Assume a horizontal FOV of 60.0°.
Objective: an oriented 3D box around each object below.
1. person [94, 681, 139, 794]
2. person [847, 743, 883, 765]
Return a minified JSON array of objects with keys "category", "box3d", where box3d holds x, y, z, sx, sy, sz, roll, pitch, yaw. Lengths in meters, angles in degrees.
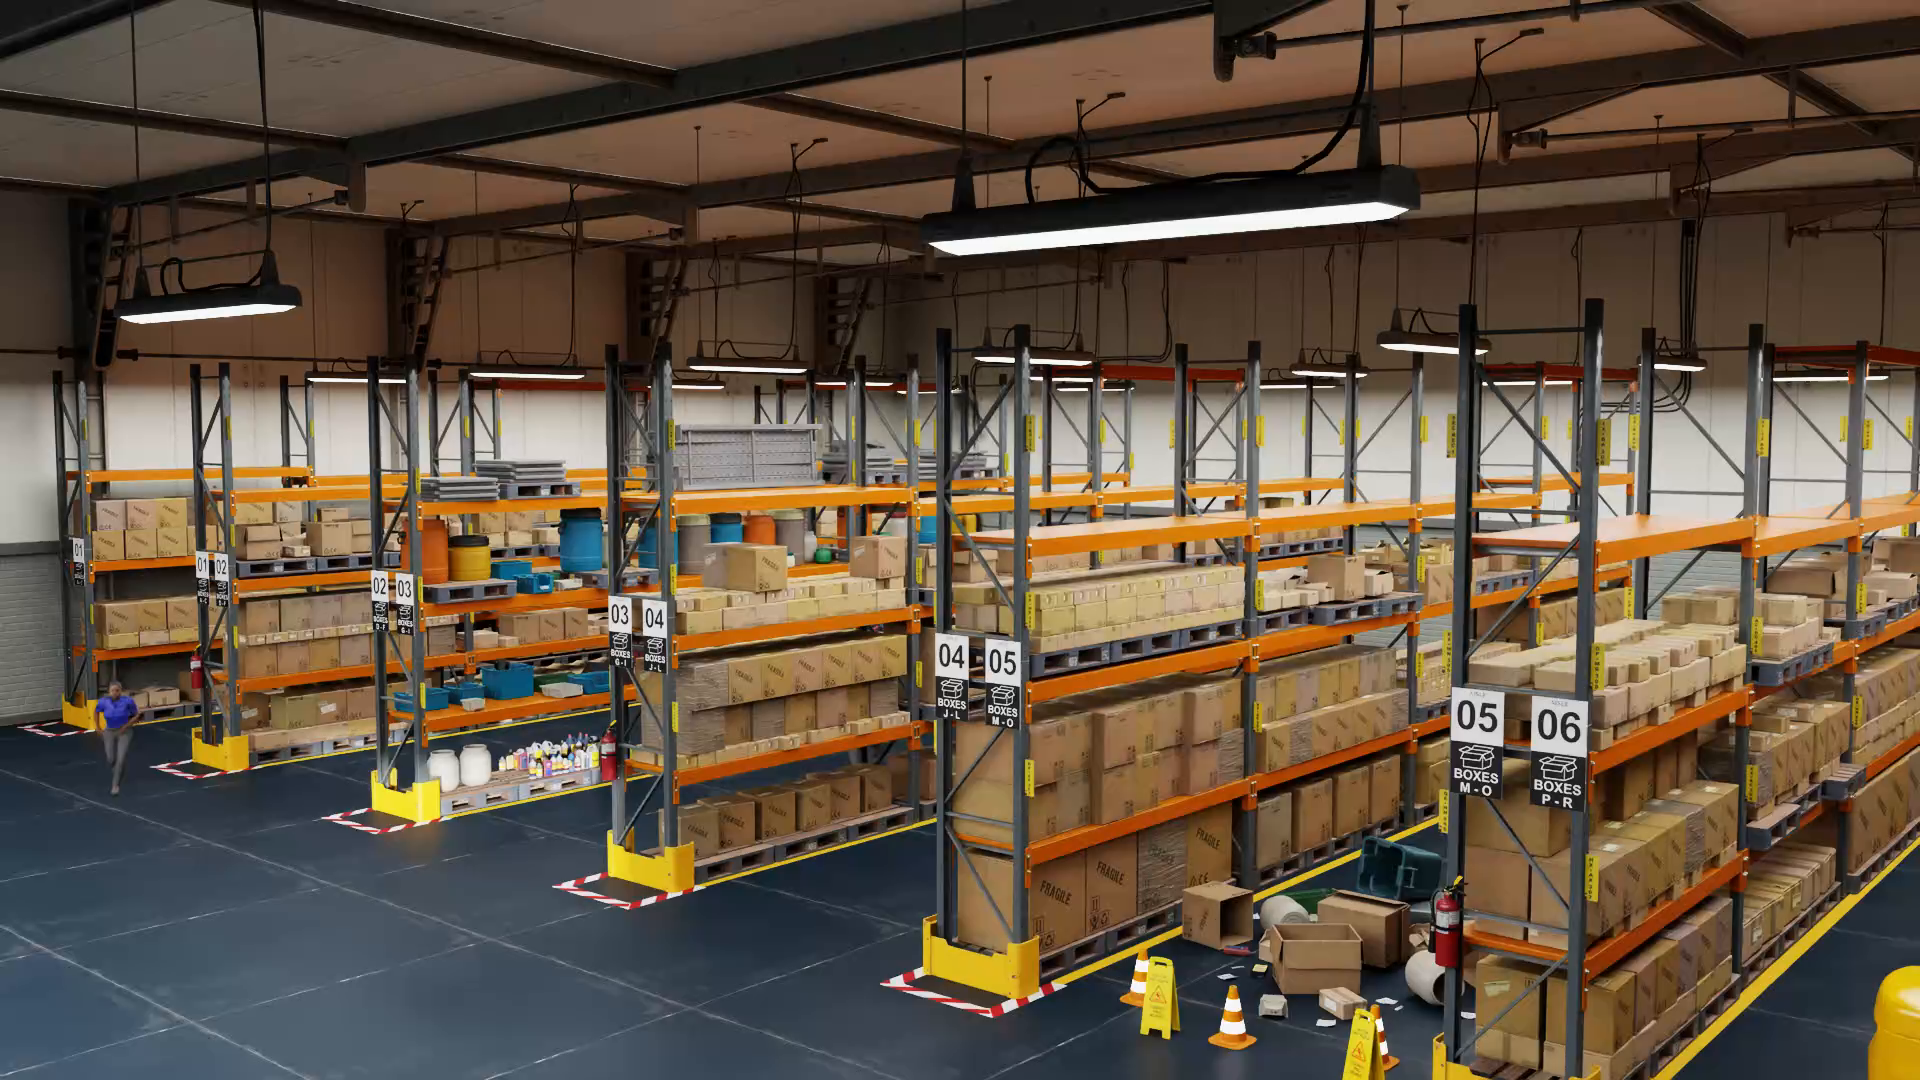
[{"category":"person","box3d":[-11.719,2.730,23.124,0.564,1.593,0.701,-2,5,-27]},{"category":"person","box3d":[-1.465,2.570,24.645,0.559,1.668,0.756,2,5,30]}]
